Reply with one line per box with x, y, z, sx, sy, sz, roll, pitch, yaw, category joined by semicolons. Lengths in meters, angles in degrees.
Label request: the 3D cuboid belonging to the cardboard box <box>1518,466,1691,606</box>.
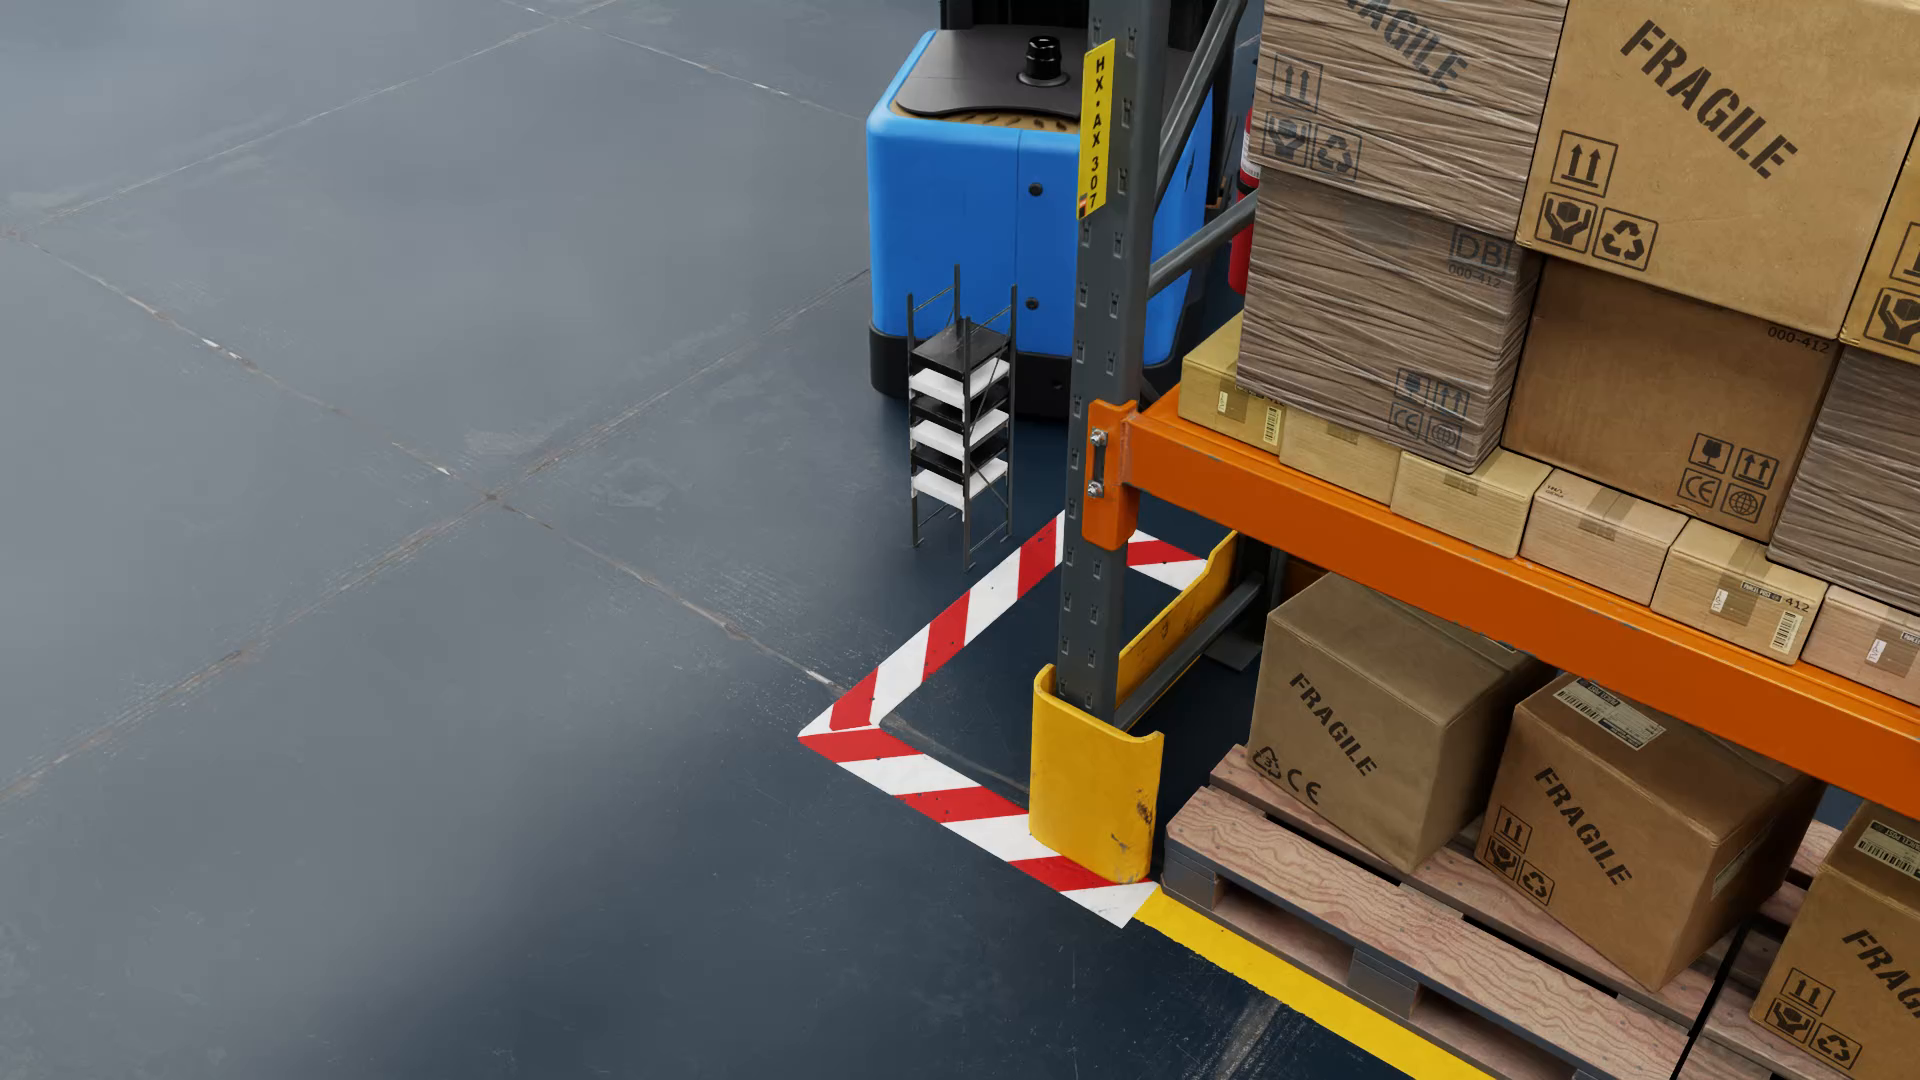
1.251;-0.073;3.114;0.250;0.149;0.380;25;45;29;cardboard box

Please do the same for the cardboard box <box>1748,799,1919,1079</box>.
2.050;0.829;3.445;0.500;0.500;0.500;30;47;32;cardboard box

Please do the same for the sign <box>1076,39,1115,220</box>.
0.253;-0.758;3.083;0.005;0.325;0.100;25;45;29;sign

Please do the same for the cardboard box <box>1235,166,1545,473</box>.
1.003;-0.620;3.286;0.500;0.500;0.875;25;45;29;cardboard box

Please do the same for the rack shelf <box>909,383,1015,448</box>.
0.006;-0.396;4.934;0.200;0.077;0.258;25;45;29;rack shelf

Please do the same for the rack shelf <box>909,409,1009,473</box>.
0.006;-0.325;4.989;0.200;0.077;0.258;25;45;29;rack shelf

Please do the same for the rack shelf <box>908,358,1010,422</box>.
0.006;-0.467;4.878;0.200;0.077;0.258;25;45;29;rack shelf

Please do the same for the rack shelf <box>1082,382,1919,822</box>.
2.171;0.349;2.954;4.000;0.370;1.077;25;45;29;rack shelf

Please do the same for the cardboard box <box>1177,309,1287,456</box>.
0.664;-0.361;3.481;0.250;0.149;0.380;25;45;29;cardboard box

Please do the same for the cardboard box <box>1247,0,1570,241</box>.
0.854;-0.894;2.825;0.500;0.500;0.500;25;45;29;cardboard box

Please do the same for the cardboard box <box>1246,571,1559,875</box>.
1.068;0.378;4.021;0.500;0.500;0.500;-29;46;-32;cardboard box

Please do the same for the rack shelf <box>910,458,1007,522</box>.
0.006;-0.183;5.100;0.200;0.077;0.258;25;45;29;rack shelf

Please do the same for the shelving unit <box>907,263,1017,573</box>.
0.006;-0.351;4.969;0.210;0.900;0.258;25;45;29;shelving unit

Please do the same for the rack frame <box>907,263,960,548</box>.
-0.074;-0.389;5.017;0.006;0.900;0.240;25;45;29;rack frame

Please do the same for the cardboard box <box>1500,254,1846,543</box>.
1.473;-0.492;3.122;0.500;0.500;0.875;25;45;29;cardboard box

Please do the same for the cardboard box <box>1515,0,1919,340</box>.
1.247;-0.703;2.581;0.500;0.500;0.500;25;45;29;cardboard box

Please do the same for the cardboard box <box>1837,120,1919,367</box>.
1.645;-0.516;2.343;0.500;0.500;0.500;25;45;29;cardboard box

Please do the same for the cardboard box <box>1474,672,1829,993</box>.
1.564;0.585;3.757;0.500;0.500;0.500;-25;45;-29;cardboard box

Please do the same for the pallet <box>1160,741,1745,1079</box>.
1.266;0.765;4.102;1.213;0.211;1.003;25;45;29;pallet

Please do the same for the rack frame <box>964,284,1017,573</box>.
0.087;-0.313;4.920;0.006;0.900;0.240;25;45;29;rack frame

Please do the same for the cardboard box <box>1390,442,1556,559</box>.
1.040;-0.157;3.221;0.250;0.149;0.380;25;45;29;cardboard box

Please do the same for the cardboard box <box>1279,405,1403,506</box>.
0.851;-0.258;3.350;0.250;0.149;0.380;25;45;29;cardboard box

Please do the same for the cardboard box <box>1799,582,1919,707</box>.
1.661;0.104;2.887;0.250;0.149;0.380;25;45;29;cardboard box

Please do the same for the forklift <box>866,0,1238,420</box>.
0.524;-2.443;5.993;1.130;2.935;3.031;8;39;10;forklift

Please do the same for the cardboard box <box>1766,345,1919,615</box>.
1.843;-0.283;2.856;0.500;0.500;0.875;25;45;29;cardboard box

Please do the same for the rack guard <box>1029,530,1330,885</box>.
0.643;0.330;4.423;0.348;0.500;1.175;25;45;29;rack guard

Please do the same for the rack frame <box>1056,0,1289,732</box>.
0.582;-0.683;3.689;0.127;3.000;1.000;25;45;29;rack frame

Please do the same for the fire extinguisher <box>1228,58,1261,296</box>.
0.771;-0.921;4.056;0.183;0.674;0.296;25;45;29;fire extinguisher

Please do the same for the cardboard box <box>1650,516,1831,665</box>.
1.446;0.024;2.990;0.250;0.149;0.380;25;45;29;cardboard box

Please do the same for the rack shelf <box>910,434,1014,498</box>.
0.006;-0.254;5.045;0.200;0.077;0.258;25;45;29;rack shelf

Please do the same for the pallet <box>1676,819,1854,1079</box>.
2.231;1.222;3.518;1.213;0.211;1.003;25;45;29;pallet

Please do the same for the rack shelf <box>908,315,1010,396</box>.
0.006;-0.538;4.823;0.200;0.077;0.258;25;45;29;rack shelf
